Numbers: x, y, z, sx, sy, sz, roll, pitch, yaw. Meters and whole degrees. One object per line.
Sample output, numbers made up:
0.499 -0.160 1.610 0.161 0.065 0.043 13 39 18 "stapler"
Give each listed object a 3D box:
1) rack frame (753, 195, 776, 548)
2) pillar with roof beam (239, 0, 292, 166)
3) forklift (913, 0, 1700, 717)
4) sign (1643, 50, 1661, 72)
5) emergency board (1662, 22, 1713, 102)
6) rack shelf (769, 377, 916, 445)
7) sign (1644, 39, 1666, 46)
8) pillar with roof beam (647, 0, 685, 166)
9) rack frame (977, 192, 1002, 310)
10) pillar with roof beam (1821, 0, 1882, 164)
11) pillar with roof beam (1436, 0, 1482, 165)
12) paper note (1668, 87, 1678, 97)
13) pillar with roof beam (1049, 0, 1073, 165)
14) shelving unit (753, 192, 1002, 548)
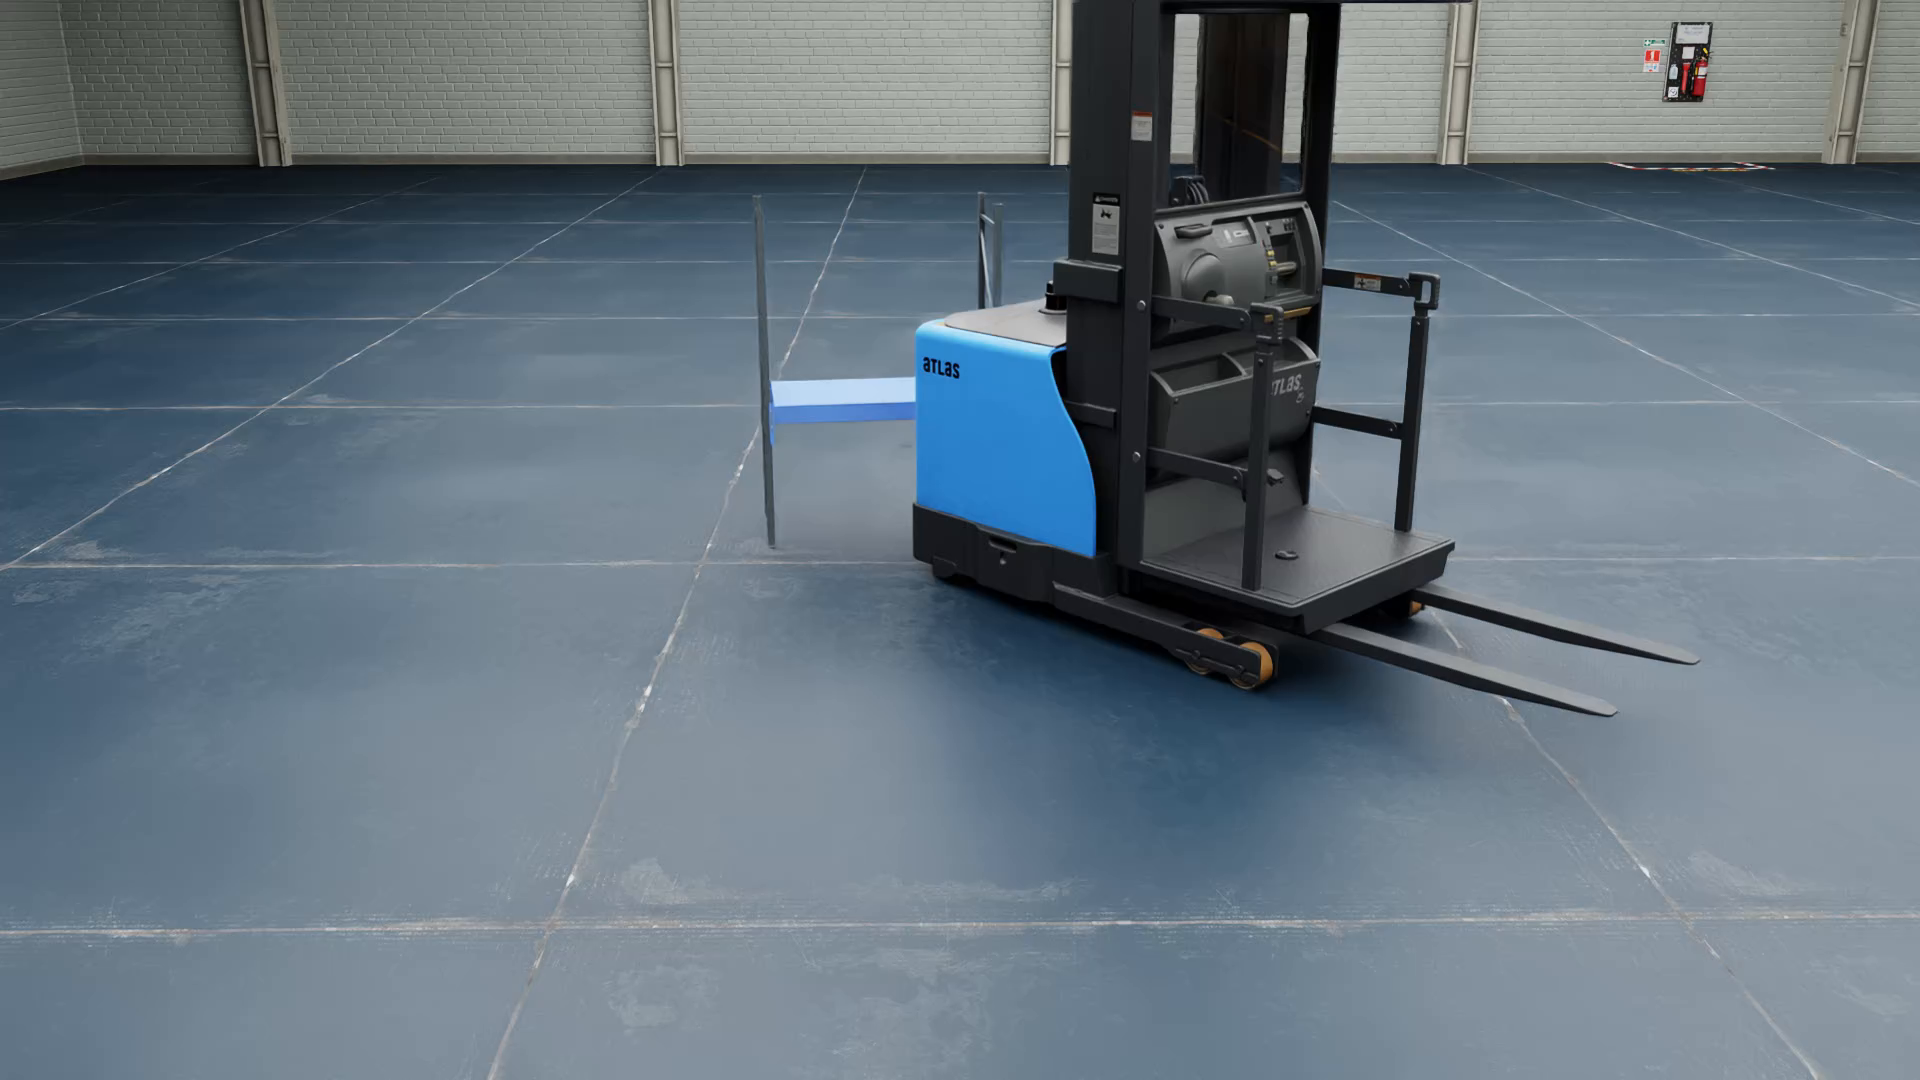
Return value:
-0.875 -0.753 7.440 0.032 1.500 0.500 -3 18 -8 "rack frame"
-10.357 -8.684 19.885 0.400 9.000 9.100 0 18 -1 "pillar with roof beam"
1.188 -1.043 6.001 1.130 2.935 3.031 -17 24 -42 "forklift"
10.546 -7.303 25.344 0.234 0.329 0.001 0 18 -1 "sign"
11.101 -7.257 25.260 0.643 1.169 0.194 0 18 -1 "emergency board"
-0.372 -0.604 7.564 1.000 0.185 0.538 -3 18 -8 "rack shelf"
10.551 -7.553 25.255 0.331 0.109 0.001 0 18 -1 "sign"
-4.357 -8.713 19.975 0.400 9.000 9.100 0 18 -1 "pillar with roof beam"
0.131 -0.797 7.577 0.032 1.500 0.500 -3 18 -8 "rack frame"
13.640 -8.799 20.246 0.400 9.000 9.100 0 18 -1 "pillar with roof beam"
7.641 -8.770 20.156 0.400 9.000 9.100 0 18 -1 "pillar with roof beam"
10.923 -6.858 25.458 0.142 0.148 0.016 0 18 -1 "paper note"
1.642 -8.741 20.065 0.400 9.000 9.100 0 18 -1 "pillar with roof beam"
-0.372 -0.775 7.509 1.048 1.500 0.538 -3 18 -8 "shelving unit"
